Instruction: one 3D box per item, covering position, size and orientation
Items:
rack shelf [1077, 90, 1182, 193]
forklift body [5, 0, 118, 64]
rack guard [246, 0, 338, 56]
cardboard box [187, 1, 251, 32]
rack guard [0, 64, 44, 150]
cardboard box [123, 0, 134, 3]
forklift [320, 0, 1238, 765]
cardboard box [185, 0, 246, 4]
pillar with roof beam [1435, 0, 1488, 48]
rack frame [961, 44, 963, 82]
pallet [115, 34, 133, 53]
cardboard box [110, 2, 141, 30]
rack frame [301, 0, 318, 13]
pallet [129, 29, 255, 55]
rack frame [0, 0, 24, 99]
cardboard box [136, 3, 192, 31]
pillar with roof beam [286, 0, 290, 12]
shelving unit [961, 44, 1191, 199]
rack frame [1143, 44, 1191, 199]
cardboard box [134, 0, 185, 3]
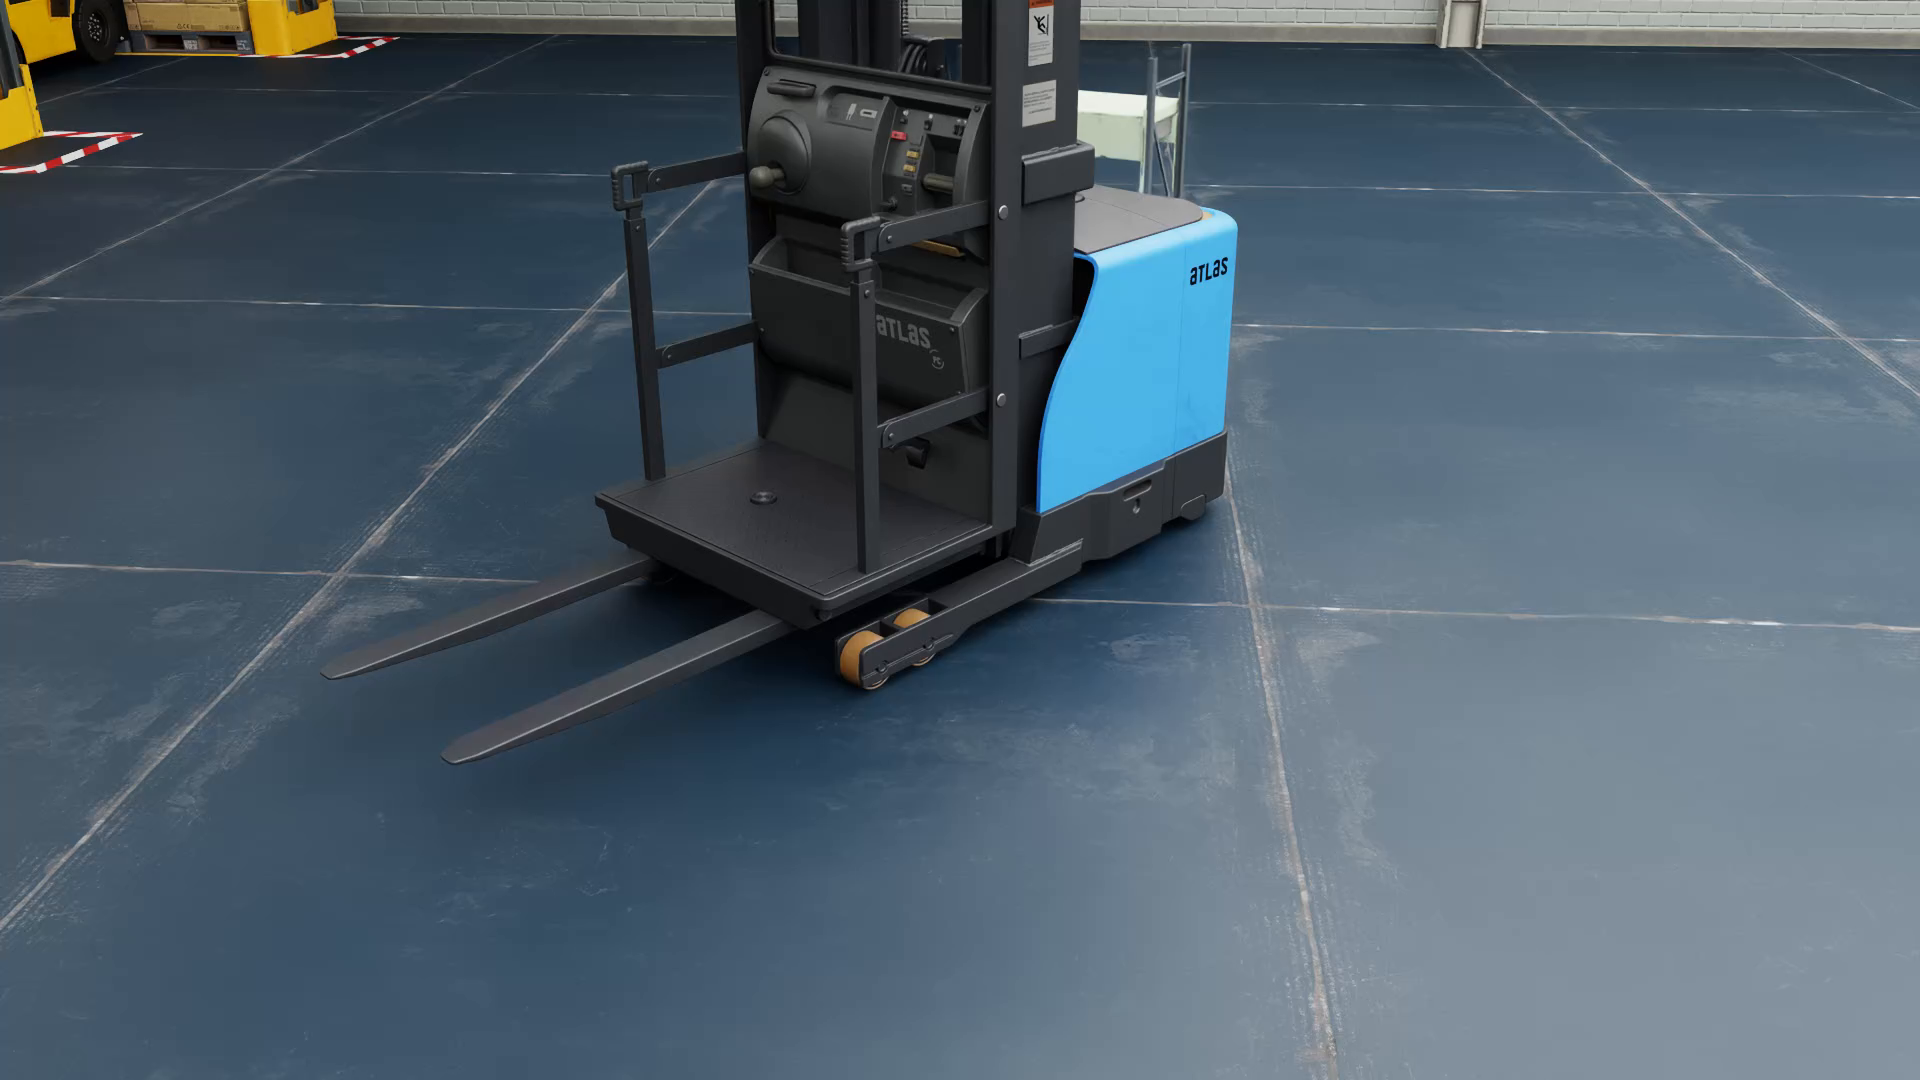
[{"bbox_3d":[0.427,-1.498,6.275,0.720,0.370,0.431,12,27,23],"label":"rack shelf"},{"bbox_3d":[-8.507,-5.090,14.238,1.214,2.155,2.313,2,25,4],"label":"forklift body"},{"bbox_3d":[-6.453,-5.039,16.102,0.348,0.500,1.175,2,25,4],"label":"rack guard"},{"bbox_3d":[-6.969,-5.000,15.815,0.500,0.250,0.500,2,25,4],"label":"cardboard box"},{"bbox_3d":[-6.929,-2.973,11.613,0.348,0.500,1.175,2,25,4],"label":"rack guard"},{"bbox_3d":[-8.001,-5.257,15.776,0.500,0.250,0.500,1,25,3],"label":"cardboard box"},{"bbox_3d":[-0.433,-1.141,4.722,1.130,2.935,3.031,22,32,39],"label":"forklift"},{"bbox_3d":[-6.986,-5.229,15.714,0.500,0.250,0.500,2,25,3],"label":"cardboard box"},{"bbox_3d":[4.533,-7.120,10.458,0.400,9.000,9.100,2,25,4],"label":"pillar with roof beam"},{"bbox_3d":[0.097,-1.210,6.583,0.023,1.500,0.400,12,27,23],"label":"rack frame"},{"bbox_3d":[-8.455,-4.955,16.267,1.213,0.211,1.003,2,25,4],"label":"pallet"},{"bbox_3d":[-7.962,-5.040,15.901,0.500,0.250,0.500,2,25,5],"label":"cardboard box"},{"bbox_3d":[-6.477,-6.175,15.581,0.127,3.000,1.000,2,25,4],"label":"rack frame"},{"bbox_3d":[-7.242,-4.915,16.179,1.213,0.211,1.003,2,25,4],"label":"pallet"},{"bbox_3d":[-6.853,-4.106,11.085,0.127,3.000,1.000,2,25,4],"label":"rack frame"},{"bbox_3d":[-7.464,-5.020,15.858,0.500,0.250,0.500,2,25,4],"label":"cardboard box"},{"bbox_3d":[-7.431,-7.504,11.293,0.400,9.000,9.100,2,25,4],"label":"pillar with roof beam"},{"bbox_3d":[0.426,-1.143,6.437,0.755,1.500,0.431,12,27,23],"label":"shelving unit"},{"bbox_3d":[0.755,-1.076,6.291,0.023,1.500,0.400,12,27,23],"label":"rack frame"},{"bbox_3d":[-7.485,-5.249,15.759,0.500,0.250,0.500,2,25,3],"label":"cardboard box"}]
